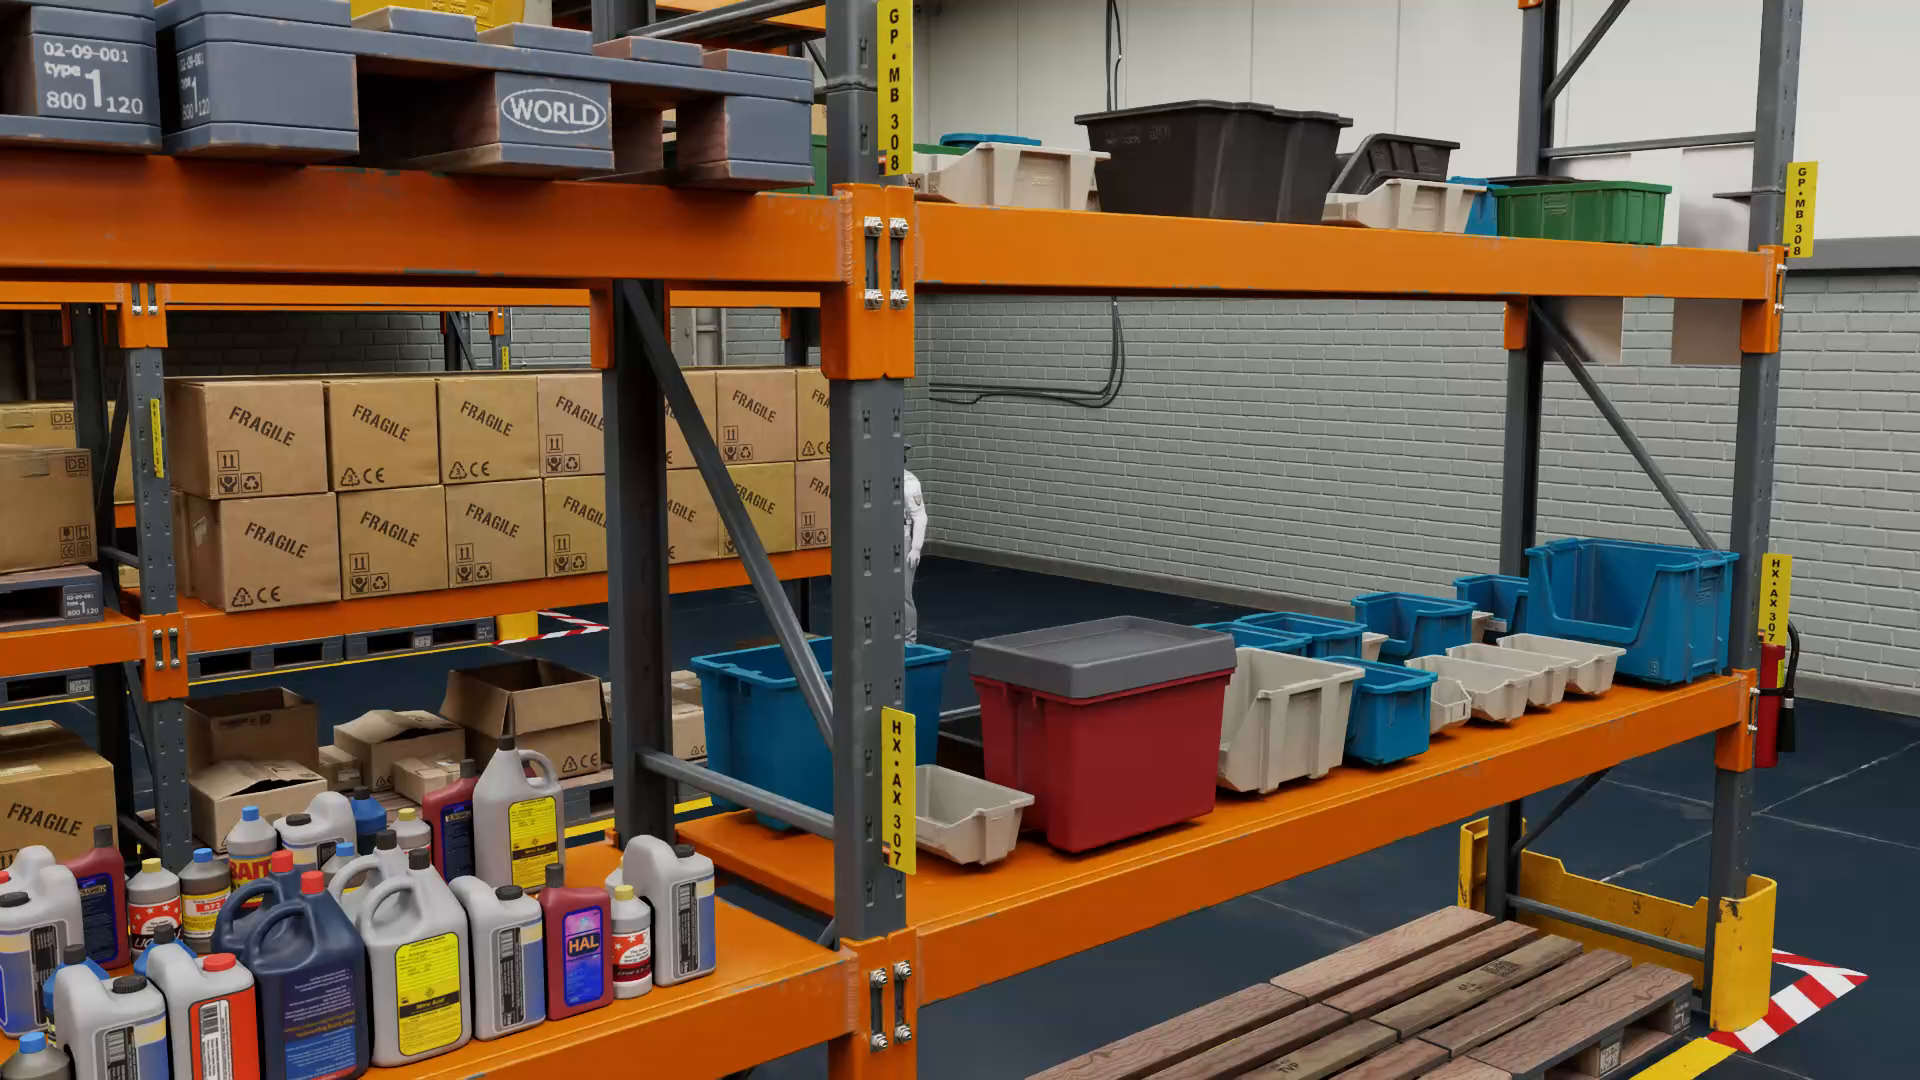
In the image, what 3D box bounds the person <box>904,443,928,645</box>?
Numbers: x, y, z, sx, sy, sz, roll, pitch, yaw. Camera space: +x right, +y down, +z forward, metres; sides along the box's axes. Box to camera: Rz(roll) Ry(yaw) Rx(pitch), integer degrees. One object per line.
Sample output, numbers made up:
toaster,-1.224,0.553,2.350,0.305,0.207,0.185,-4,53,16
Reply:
person,-0.488,0.054,12.869,0.376,1.663,0.544,-7,11,-44
